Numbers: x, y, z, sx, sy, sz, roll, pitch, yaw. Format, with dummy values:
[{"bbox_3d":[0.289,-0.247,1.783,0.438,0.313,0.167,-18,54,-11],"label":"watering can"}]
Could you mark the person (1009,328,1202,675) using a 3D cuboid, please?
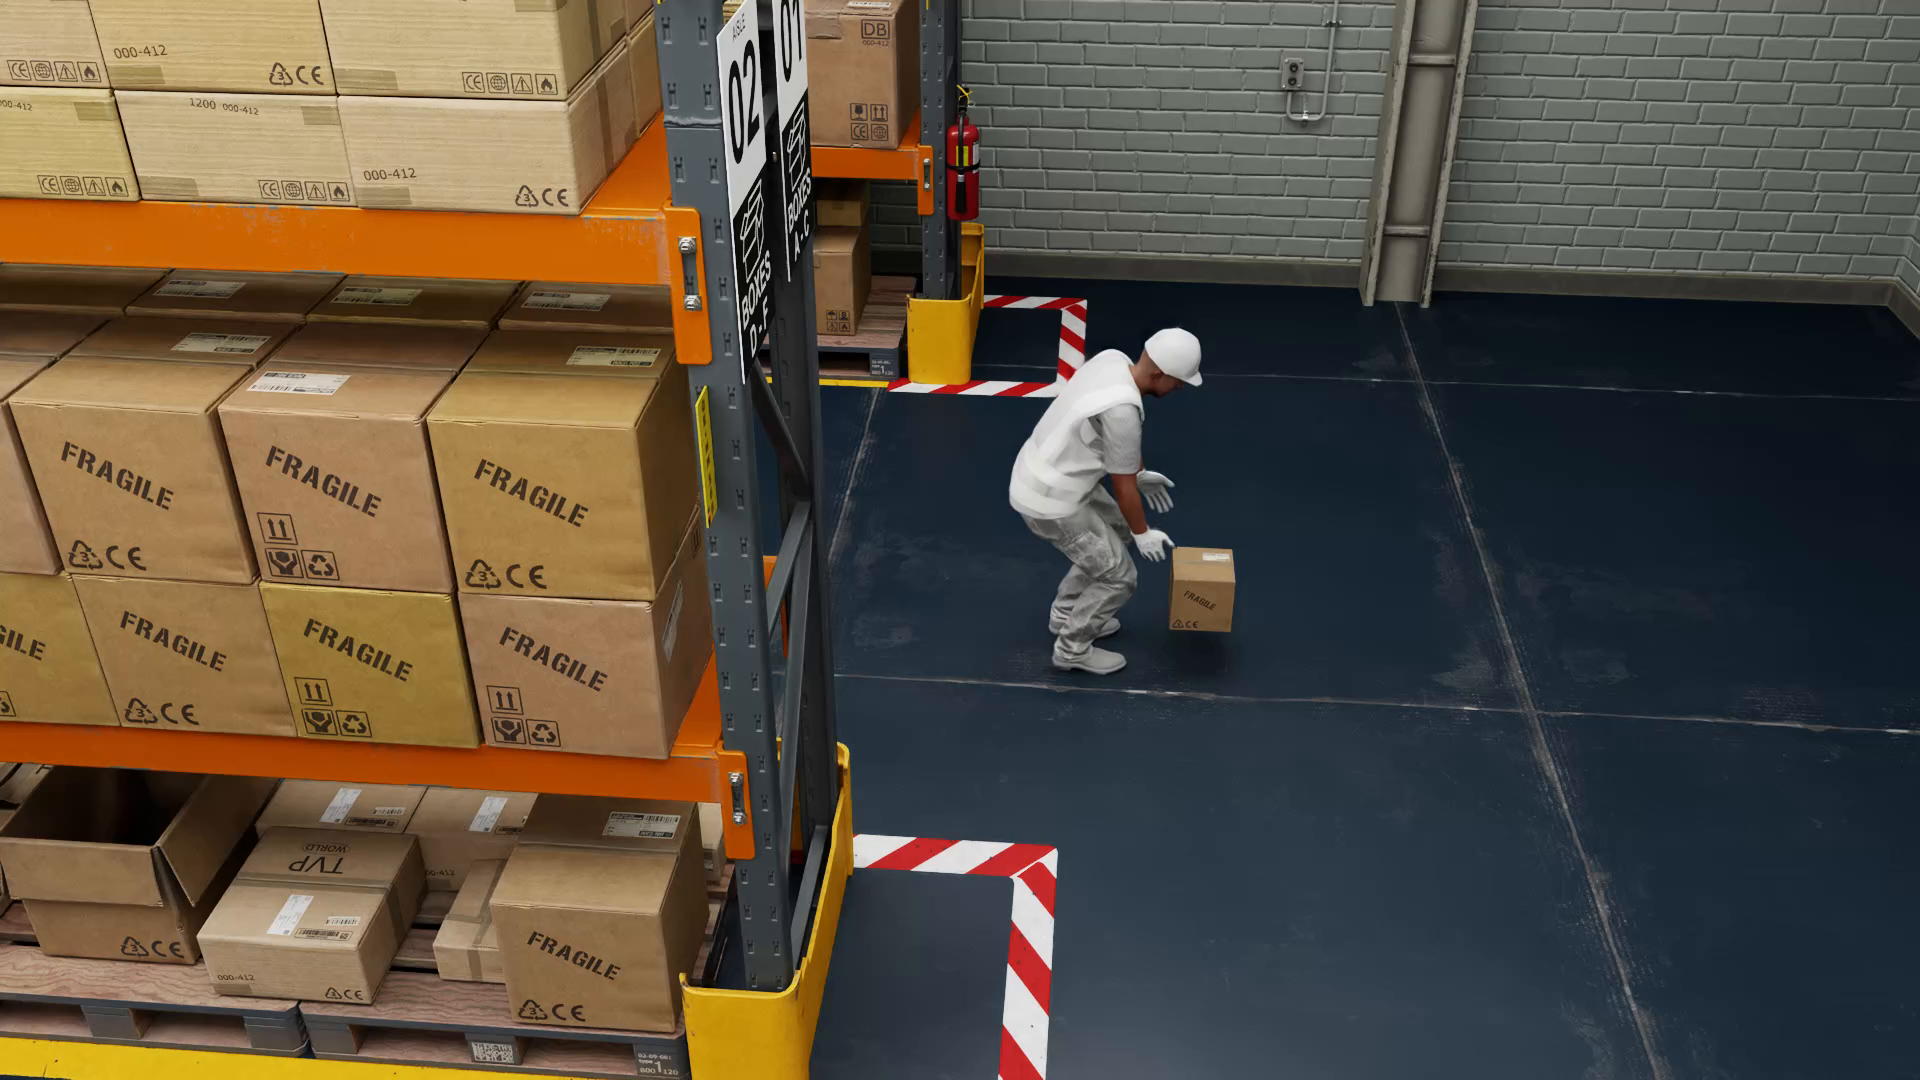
[{"bbox_3d":[0.568,-0.187,6.719,0.737,1.470,0.611,3,32,4],"label":"person"}]
